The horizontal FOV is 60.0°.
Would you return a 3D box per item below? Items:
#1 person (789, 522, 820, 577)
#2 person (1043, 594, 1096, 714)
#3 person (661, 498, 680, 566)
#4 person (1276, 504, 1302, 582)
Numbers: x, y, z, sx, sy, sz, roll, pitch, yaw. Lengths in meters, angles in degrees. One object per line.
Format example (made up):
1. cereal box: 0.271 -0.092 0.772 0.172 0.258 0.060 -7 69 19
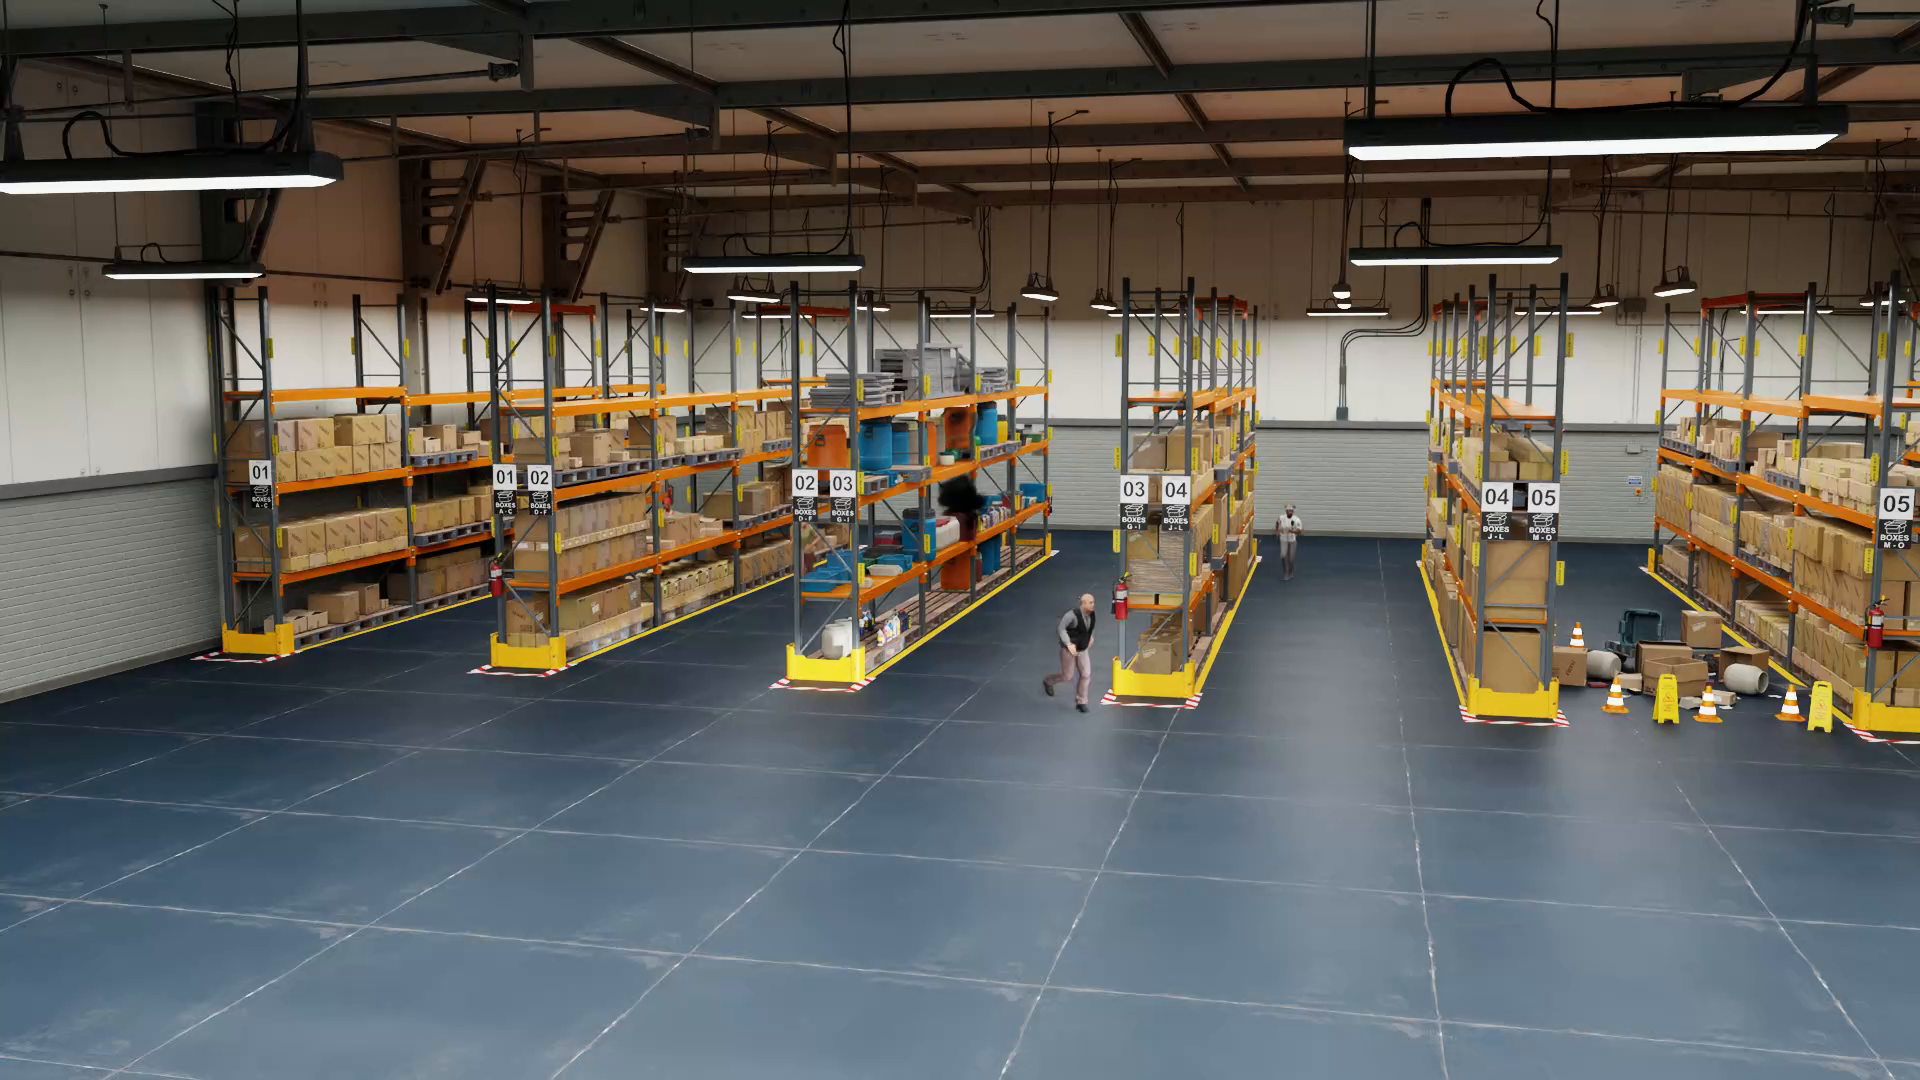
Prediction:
1. person: -2.955 0.280 31.929 0.615 1.653 0.906 1 7 10
2. person: 1.534 1.545 23.207 0.676 1.677 0.955 -6 9 -43
3. person: -6.283 -0.011 35.771 0.644 1.805 0.983 2 7 15
4. person: 7.083 0.051 35.897 0.586 1.704 0.805 3 7 21
